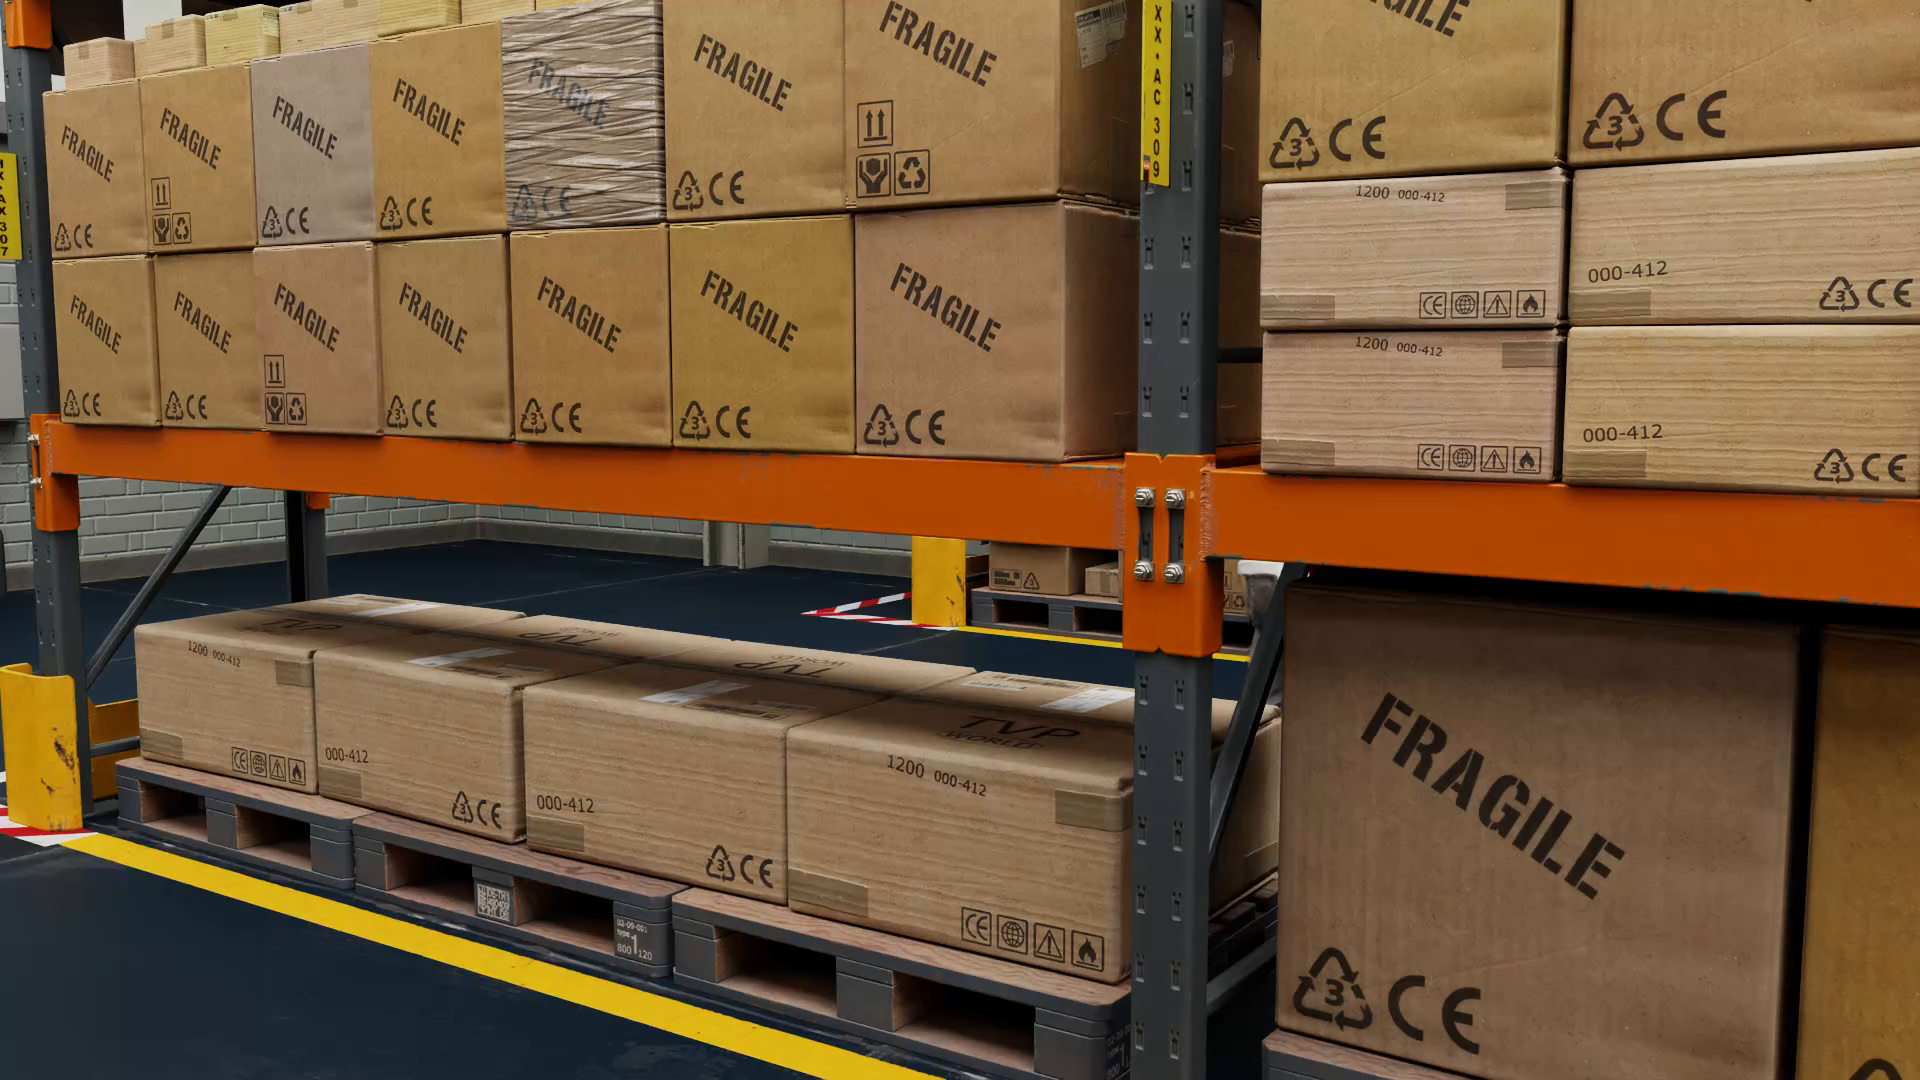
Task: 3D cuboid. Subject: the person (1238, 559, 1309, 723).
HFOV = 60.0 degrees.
[{"bbox_3d":[1.428,0.335,6.658,0.535,0.917,0.986,4,7,31],"label":"person"}]
